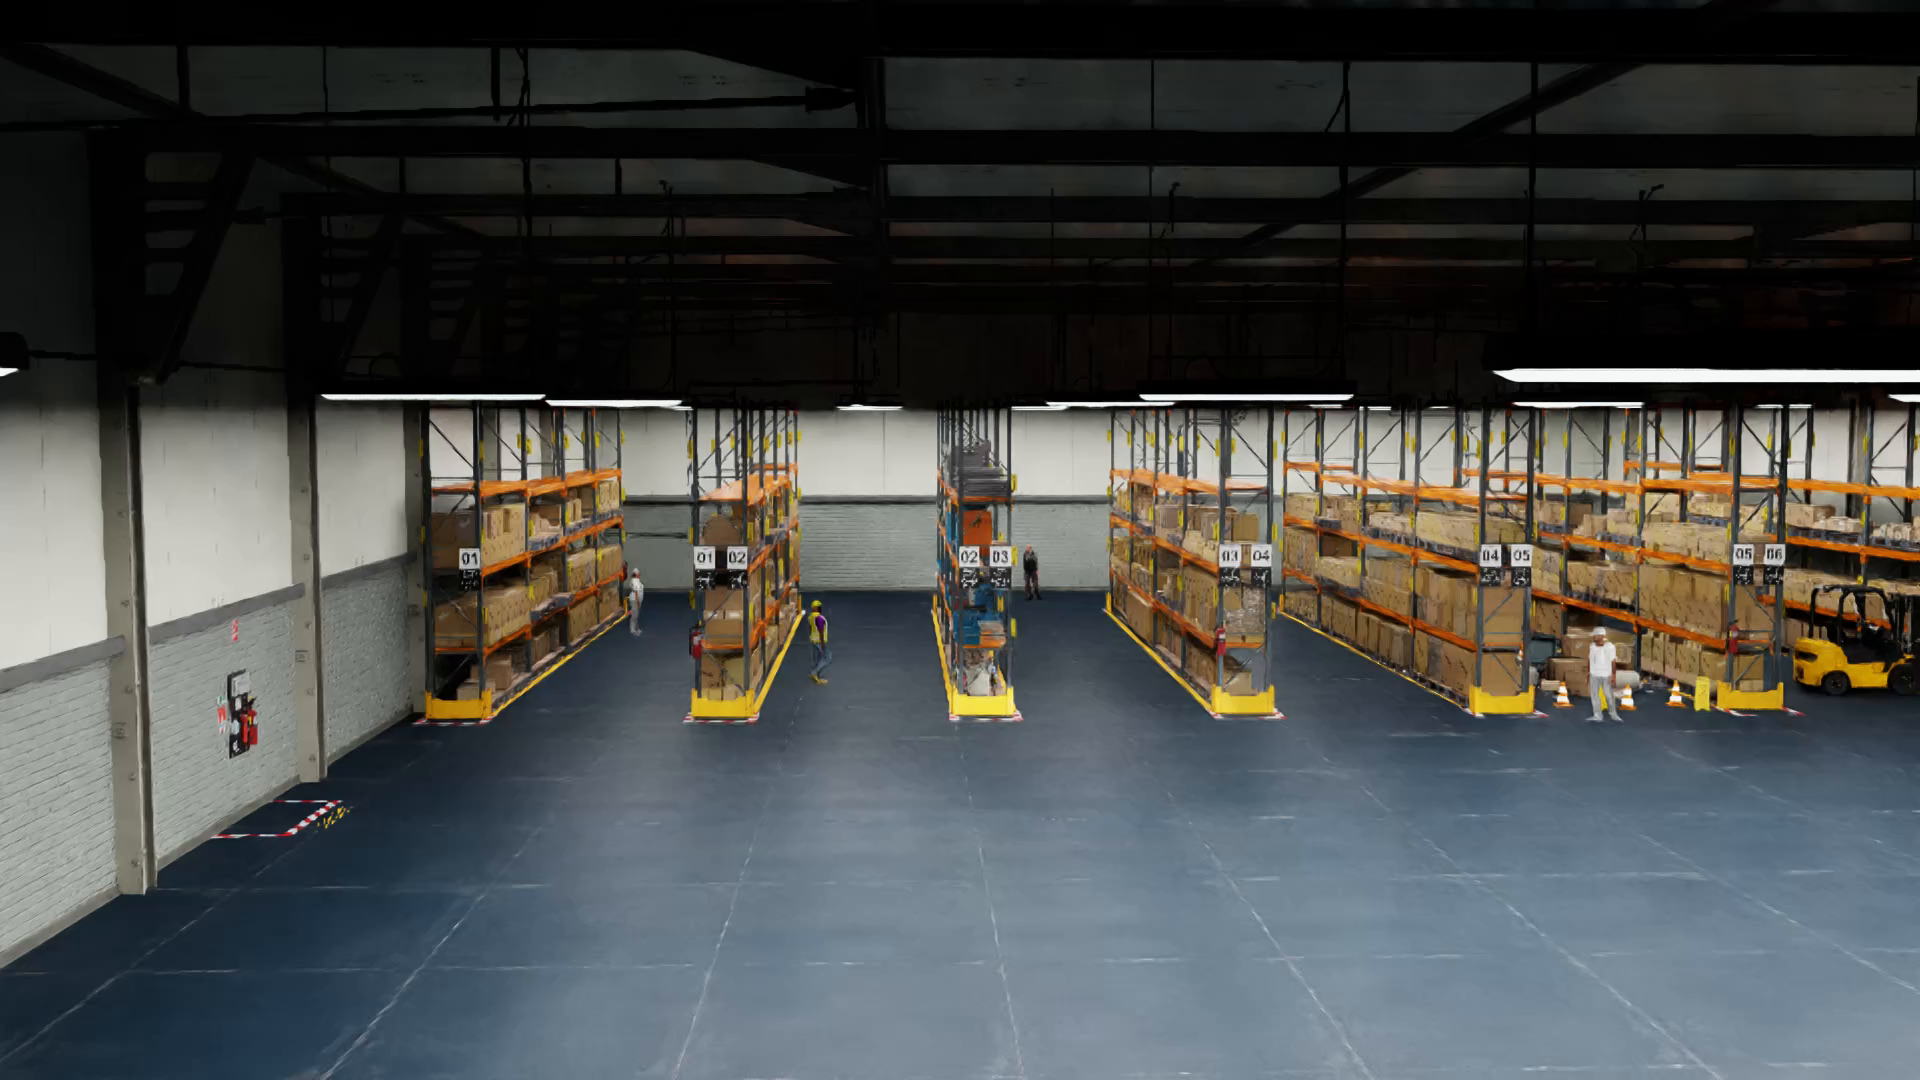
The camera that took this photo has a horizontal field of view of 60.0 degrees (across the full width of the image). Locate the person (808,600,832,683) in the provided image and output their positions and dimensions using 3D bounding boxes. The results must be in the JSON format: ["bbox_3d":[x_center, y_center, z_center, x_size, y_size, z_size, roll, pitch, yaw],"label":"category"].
[{"bbox_3d":[-2.986,2.137,35.003,0.457,1.763,0.608,-2,5,-28],"label":"person"}]

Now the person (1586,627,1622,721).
[{"bbox_3d":[11.906,2.447,30.769,0.529,1.696,0.661,-3,5,-31],"label":"person"}]

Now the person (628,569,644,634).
[{"bbox_3d":[-8.343,1.571,42.825,0.396,1.664,0.601,-1,5,-17],"label":"person"}]

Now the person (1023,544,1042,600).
[{"bbox_3d":[2.198,0.961,50.692,0.579,1.708,0.552,3,5,34],"label":"person"}]

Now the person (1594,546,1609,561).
[{"bbox_3d":[19.012,1.021,49.341,0.502,1.772,0.711,-2,5,-29],"label":"person"}]
